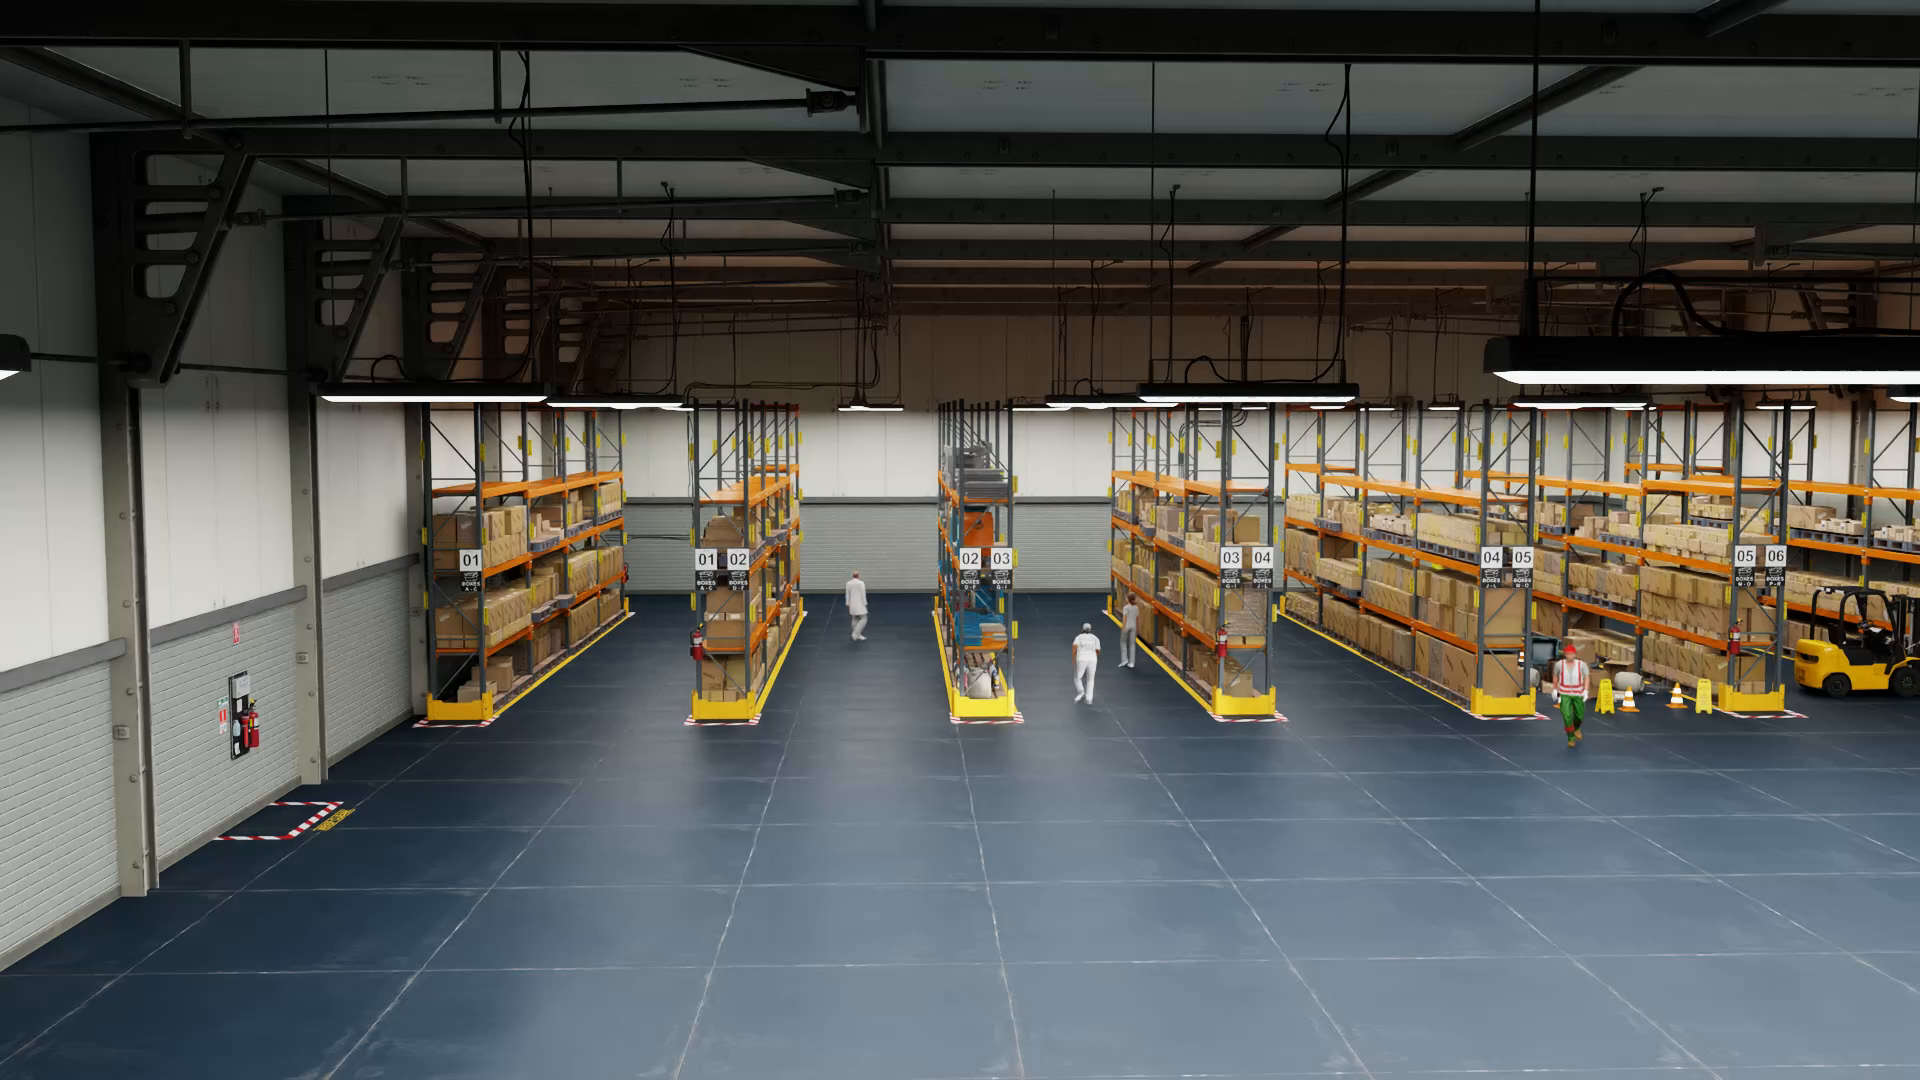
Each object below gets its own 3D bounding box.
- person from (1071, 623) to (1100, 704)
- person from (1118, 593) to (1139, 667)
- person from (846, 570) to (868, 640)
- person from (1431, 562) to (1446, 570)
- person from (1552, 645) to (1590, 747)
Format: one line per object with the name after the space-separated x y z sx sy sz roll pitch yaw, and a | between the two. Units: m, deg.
2.501 2.441 33.073 0.585 1.560 0.722 0 4 0 | person
3.852 2.065 37.583 0.451 1.714 0.595 -1 4 -9 | person
-2.622 1.651 41.984 0.627 1.777 0.574 3 5 31 | person
14.409 1.059 49.919 0.831 1.743 0.574 -2 5 -23 | person
10.578 2.663 28.802 0.604 1.757 0.738 1 5 18 | person
